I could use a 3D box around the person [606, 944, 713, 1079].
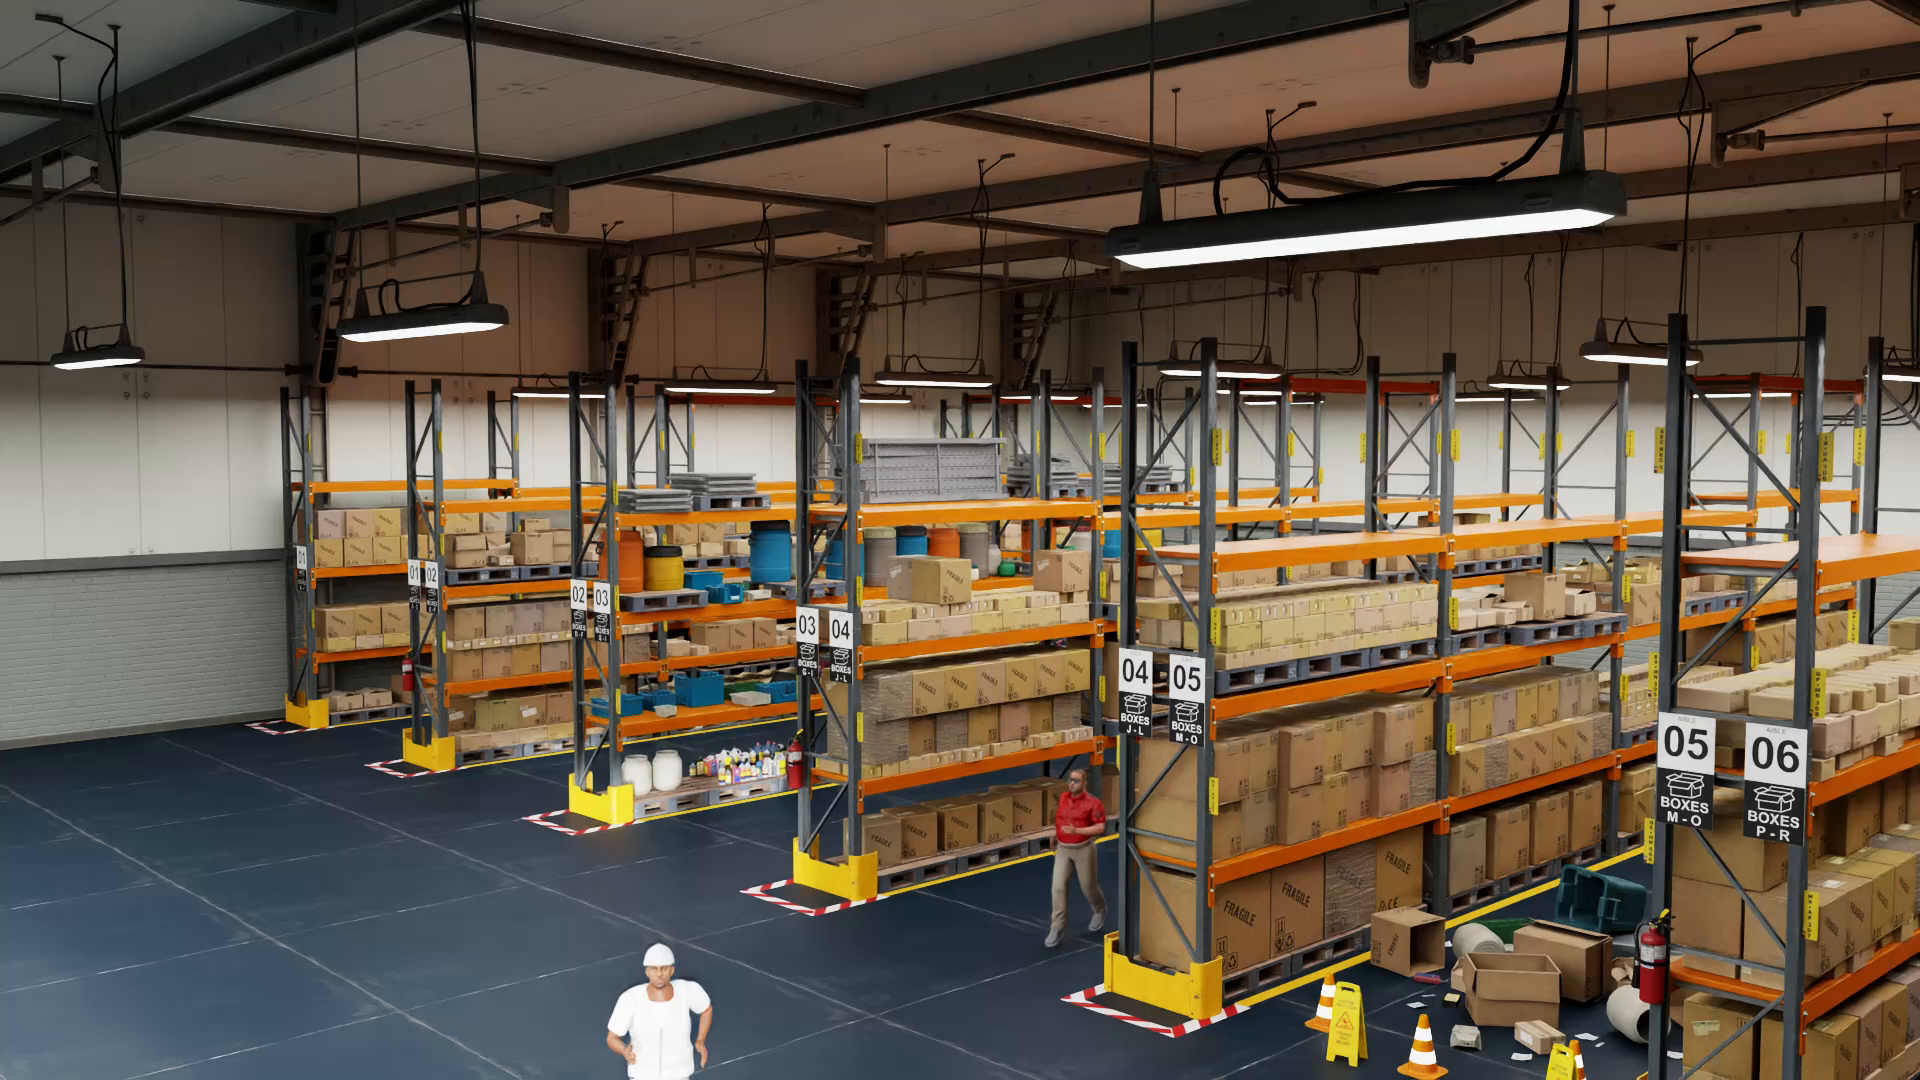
[{"bbox_3d":[-1.988,3.557,11.040,0.701,1.765,0.972,-1,4,-10],"label":"person"}]

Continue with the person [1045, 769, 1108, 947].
[{"bbox_3d":[1.177,3.193,16.923,0.664,1.723,0.929,2,4,32],"label":"person"}]
